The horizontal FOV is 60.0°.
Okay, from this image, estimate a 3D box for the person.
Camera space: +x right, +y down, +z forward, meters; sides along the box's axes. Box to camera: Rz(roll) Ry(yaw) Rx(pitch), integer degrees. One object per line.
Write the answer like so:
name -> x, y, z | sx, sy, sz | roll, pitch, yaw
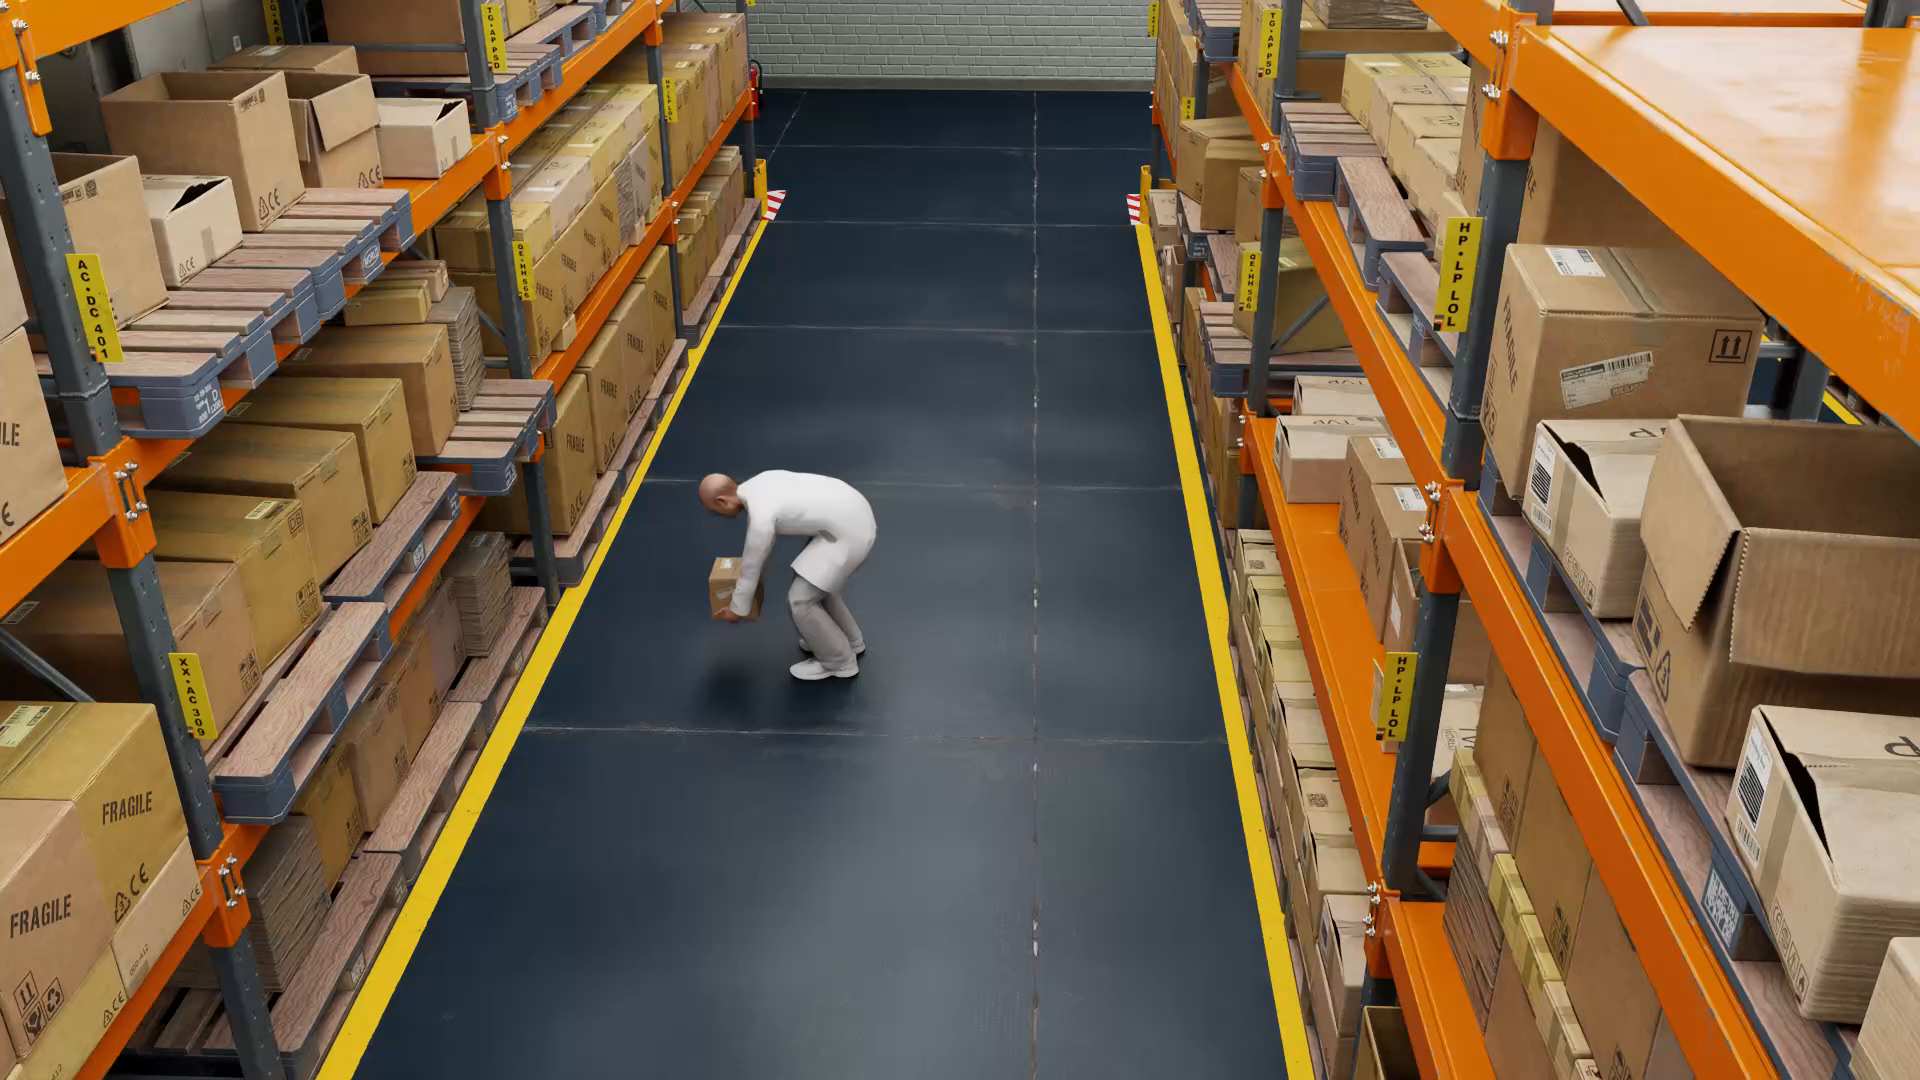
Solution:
person -> -0.913, 0.164, 8.988 | 0.935, 1.160, 0.583 | 0, 28, -1
